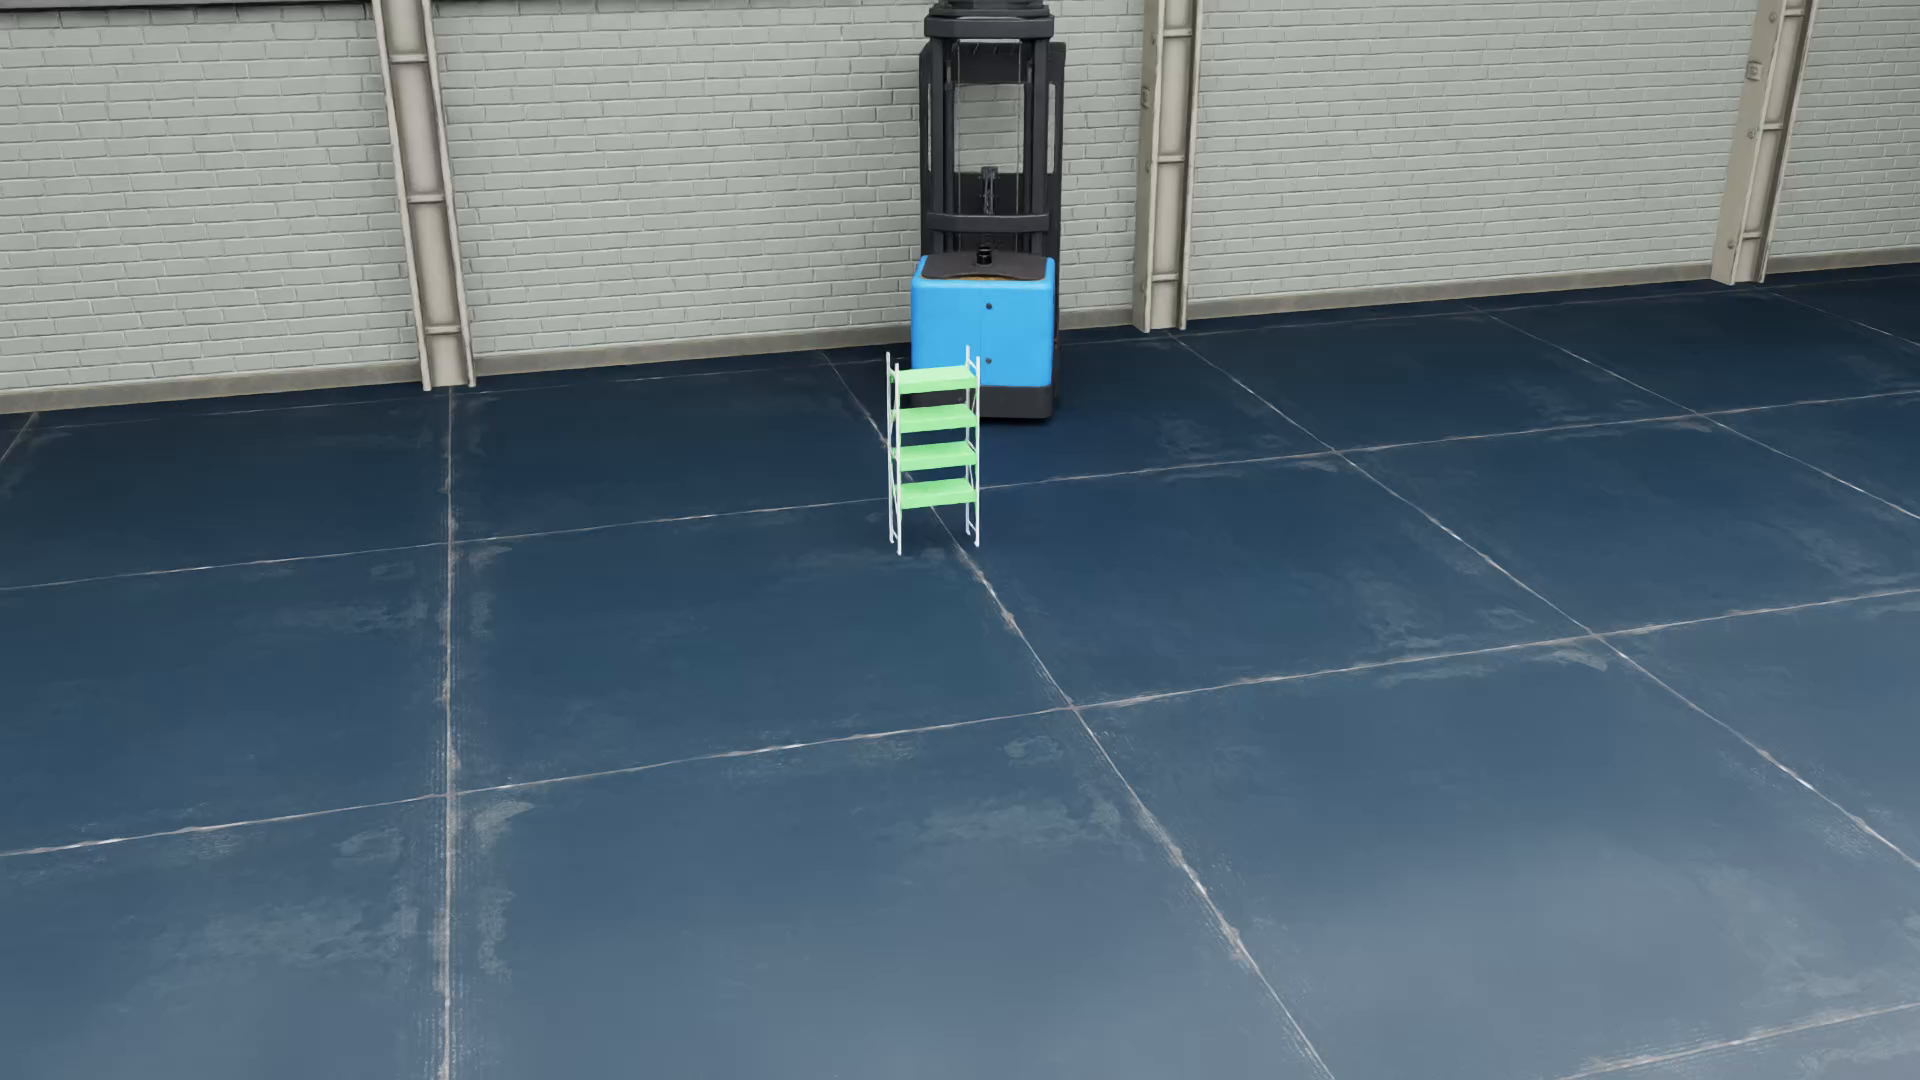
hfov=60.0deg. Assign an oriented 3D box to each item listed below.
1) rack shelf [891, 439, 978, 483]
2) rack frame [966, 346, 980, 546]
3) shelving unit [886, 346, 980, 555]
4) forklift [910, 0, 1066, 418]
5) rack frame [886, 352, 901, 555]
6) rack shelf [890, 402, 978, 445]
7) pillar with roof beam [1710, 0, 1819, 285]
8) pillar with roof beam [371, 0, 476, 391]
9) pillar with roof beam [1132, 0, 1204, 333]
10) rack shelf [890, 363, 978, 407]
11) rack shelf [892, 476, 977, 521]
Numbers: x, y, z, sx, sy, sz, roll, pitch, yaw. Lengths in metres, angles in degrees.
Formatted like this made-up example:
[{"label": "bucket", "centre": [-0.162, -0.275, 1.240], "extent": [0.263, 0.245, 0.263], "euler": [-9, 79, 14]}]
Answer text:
[{"label": "rack shelf", "centre": [-0.159, -0.475, 9.997], "extent": [0.480, 0.148, 0.258], "euler": [-6, 24, -14]}, {"label": "rack frame", "centre": [0.076, -0.560, 10.033], "extent": [0.015, 1.200, 0.240], "euler": [-6, 24, -14]}, {"label": "shelving unit", "centre": [-0.159, -0.534, 9.972], "extent": [0.503, 1.200, 0.258], "euler": [-6, 24, -14]}, {"label": "forklift", "centre": [0.255, -2.775, 13.000], "extent": [1.130, 2.935, 3.031], "euler": [2, 23, 4]}, {"label": "rack frame", "centre": [-0.394, -0.508, 9.912], "extent": [0.015, 1.200, 0.240], "euler": [-6, 24, -14]}, {"label": "rack shelf", "centre": [-0.159, -0.696, 9.903], "extent": [0.480, 0.148, 0.258], "euler": [-6, 24, -14]}, {"label": "pillar with roof beam", "centre": [8.686, -5.020, 10.538], "extent": [0.400, 9.000, 9.100], "euler": [-6, 24, -14]}, {"label": "pillar with roof beam", "centre": [-2.868, -3.742, 7.559], "extent": [0.400, 9.000, 9.100], "euler": [-6, 24, -14]}, {"label": "pillar with roof beam", "centre": [2.909, -4.381, 9.049], "extent": [0.400, 9.000, 9.100], "euler": [-6, 24, -14]}, {"label": "rack shelf", "centre": [-0.159, -0.916, 9.808], "extent": [0.480, 0.148, 0.258], "euler": [-6, 24, -14]}, {"label": "rack shelf", "centre": [-0.159, -0.254, 10.092], "extent": [0.480, 0.148, 0.258], "euler": [-6, 24, -14]}]
